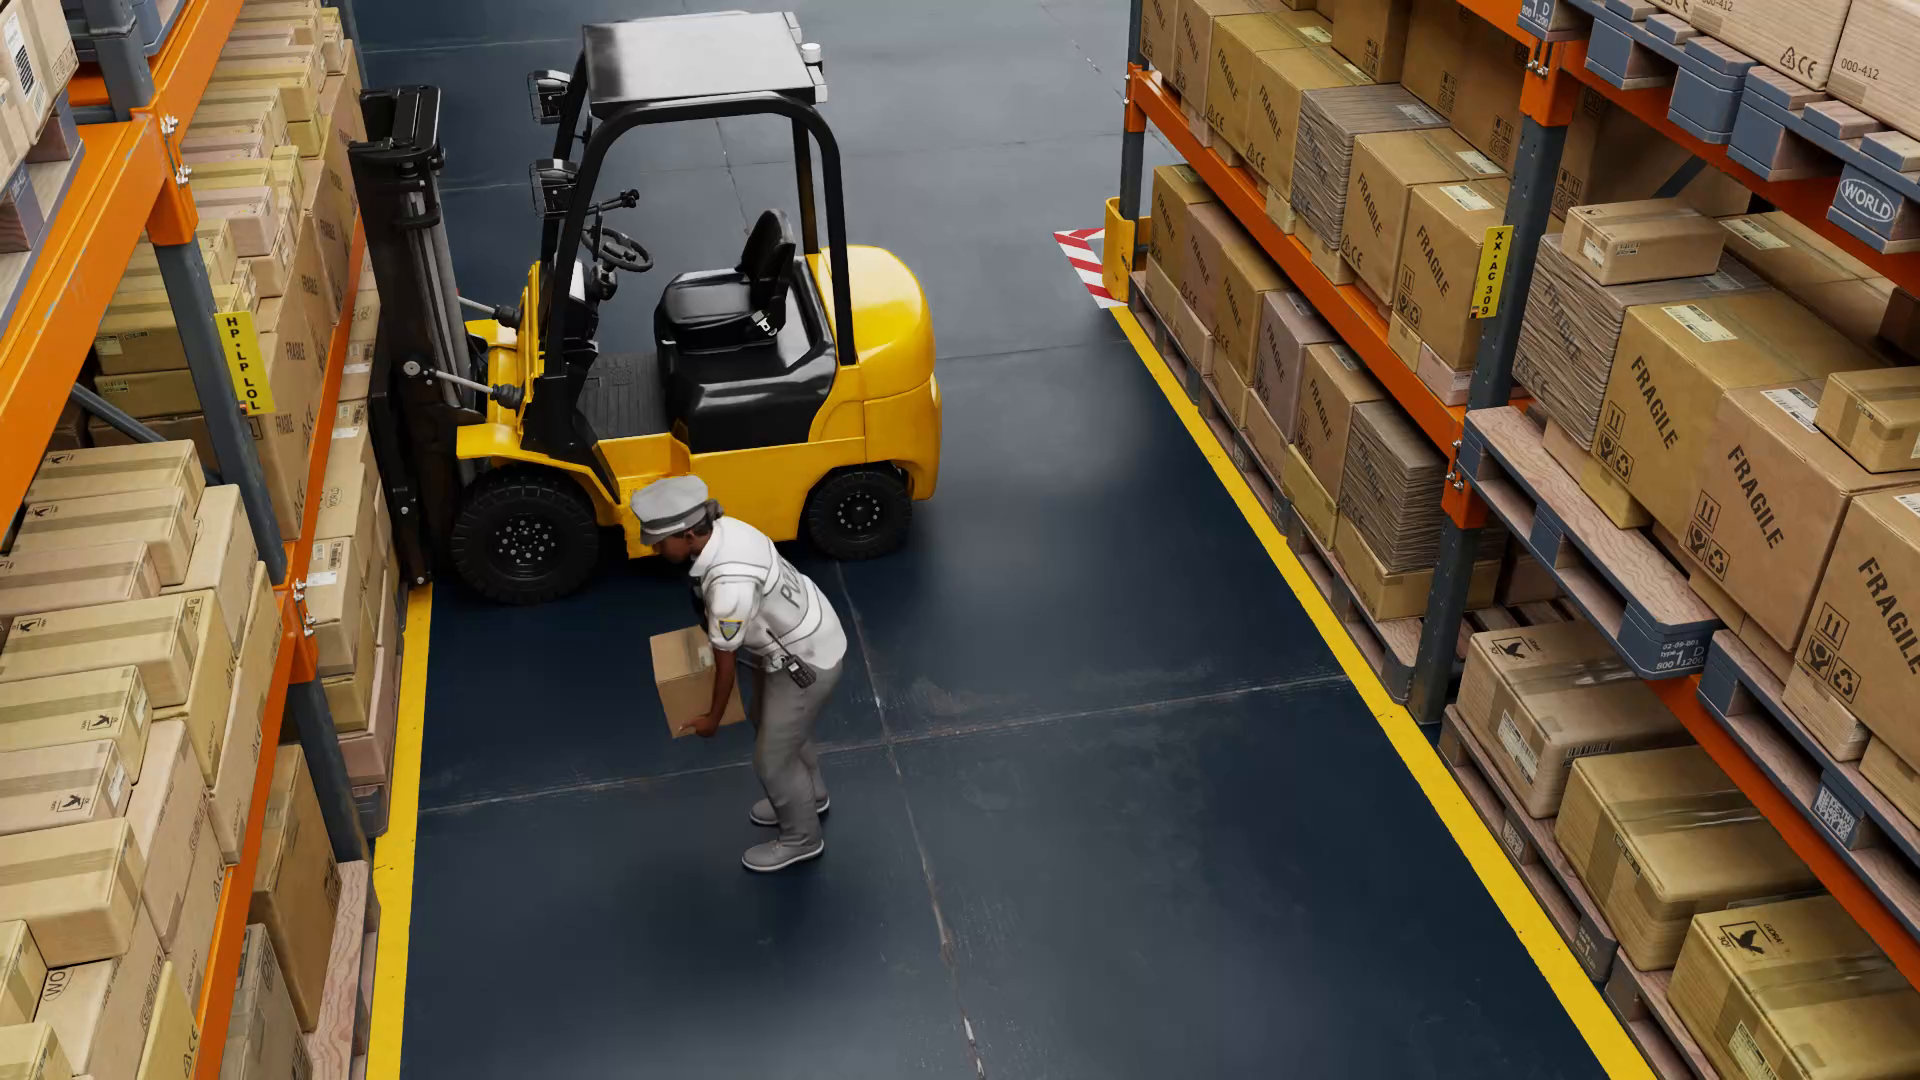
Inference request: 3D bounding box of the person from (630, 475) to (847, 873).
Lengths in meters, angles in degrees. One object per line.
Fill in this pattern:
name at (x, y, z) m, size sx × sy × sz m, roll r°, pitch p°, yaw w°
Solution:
person at (-0.701, 0.452, 5.586) m, size 0.646 × 1.559 × 0.412 m, roll -8°, pitch 35°, yaw -11°
